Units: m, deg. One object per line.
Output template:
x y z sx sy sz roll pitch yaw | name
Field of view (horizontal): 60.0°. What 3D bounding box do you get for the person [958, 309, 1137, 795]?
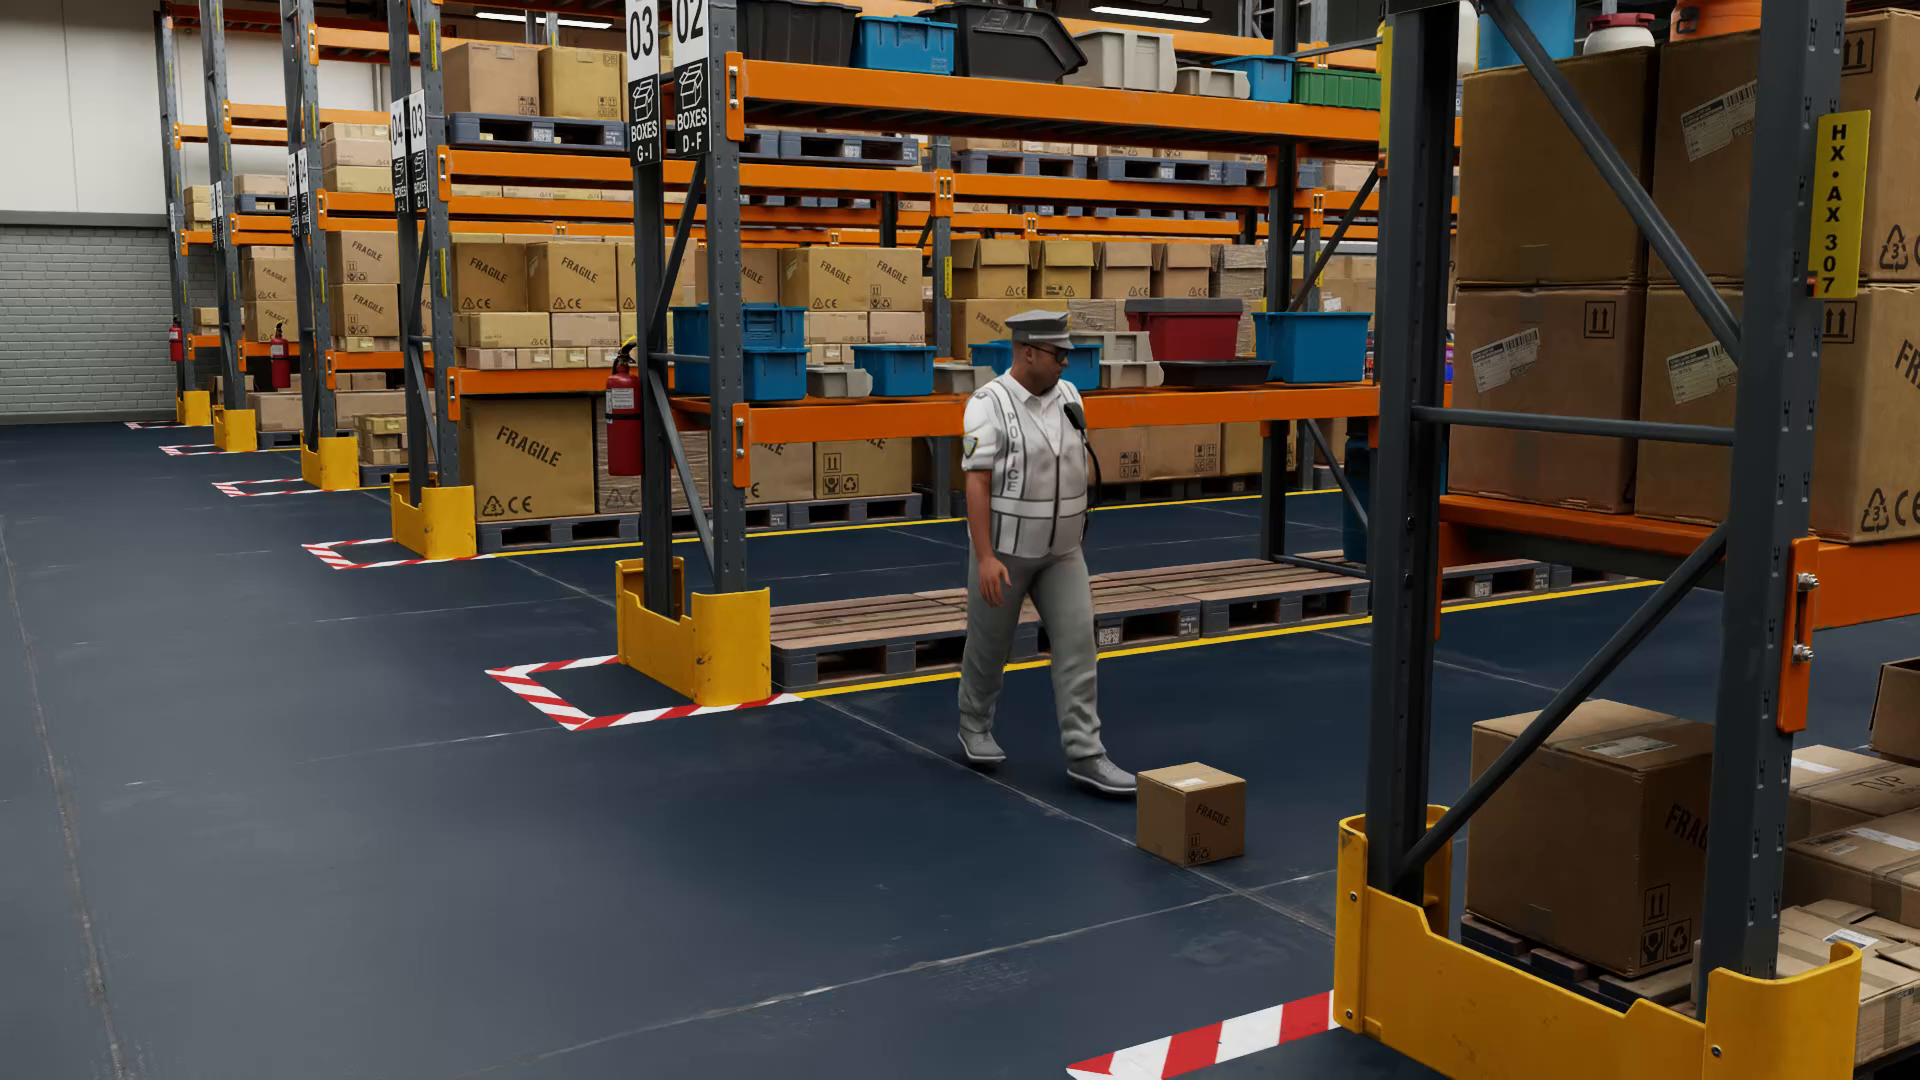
0.259 0.022 6.066 0.549 1.711 0.879 -4 9 -27 | person
